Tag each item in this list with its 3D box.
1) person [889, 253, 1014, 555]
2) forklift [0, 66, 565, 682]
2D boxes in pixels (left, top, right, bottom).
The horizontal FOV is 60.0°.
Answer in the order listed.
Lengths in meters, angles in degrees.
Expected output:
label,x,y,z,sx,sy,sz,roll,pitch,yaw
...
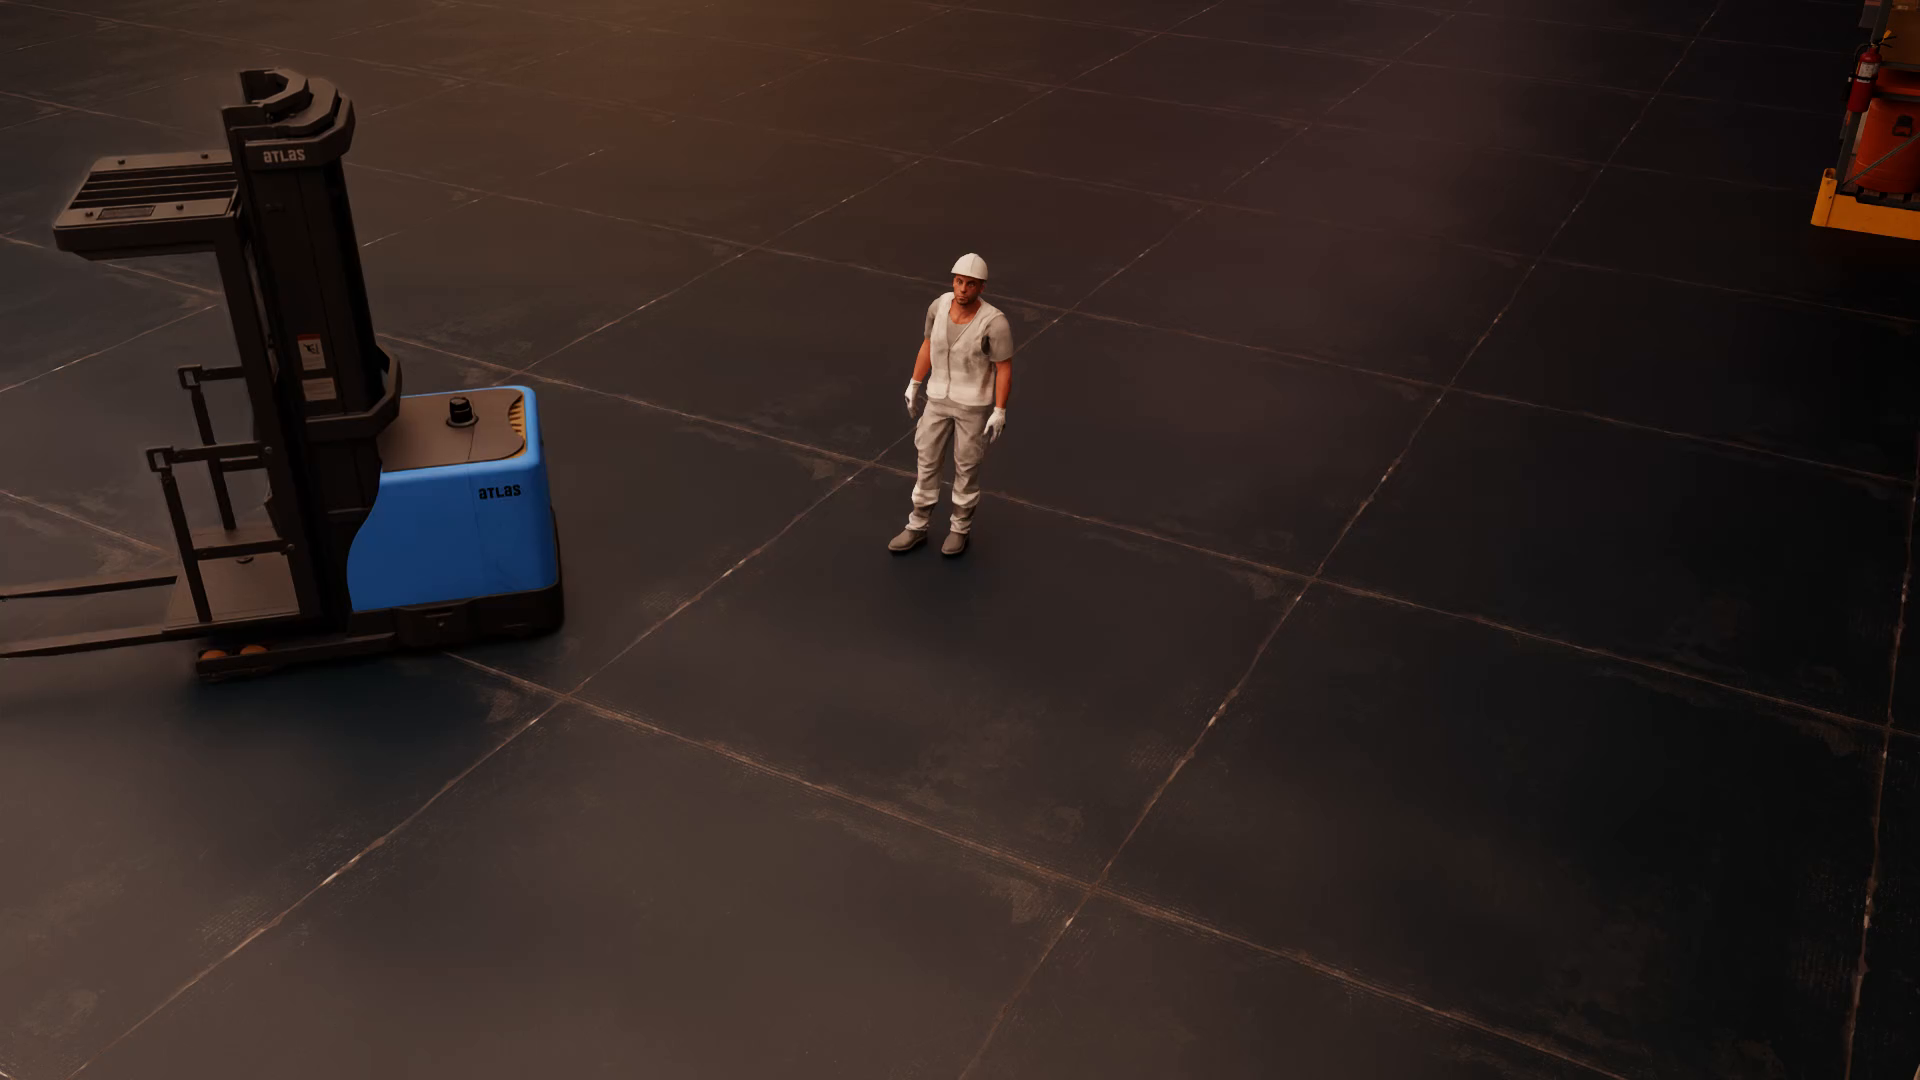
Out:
label,x,y,z,sx,sy,sz,roll,pitch,yaw
person,-0.048,-0.748,9.495,0.638,1.789,0.562,15,33,25
forklift,-3.746,-0.815,8.483,3.031,2.935,1.130,-7,31,-12
